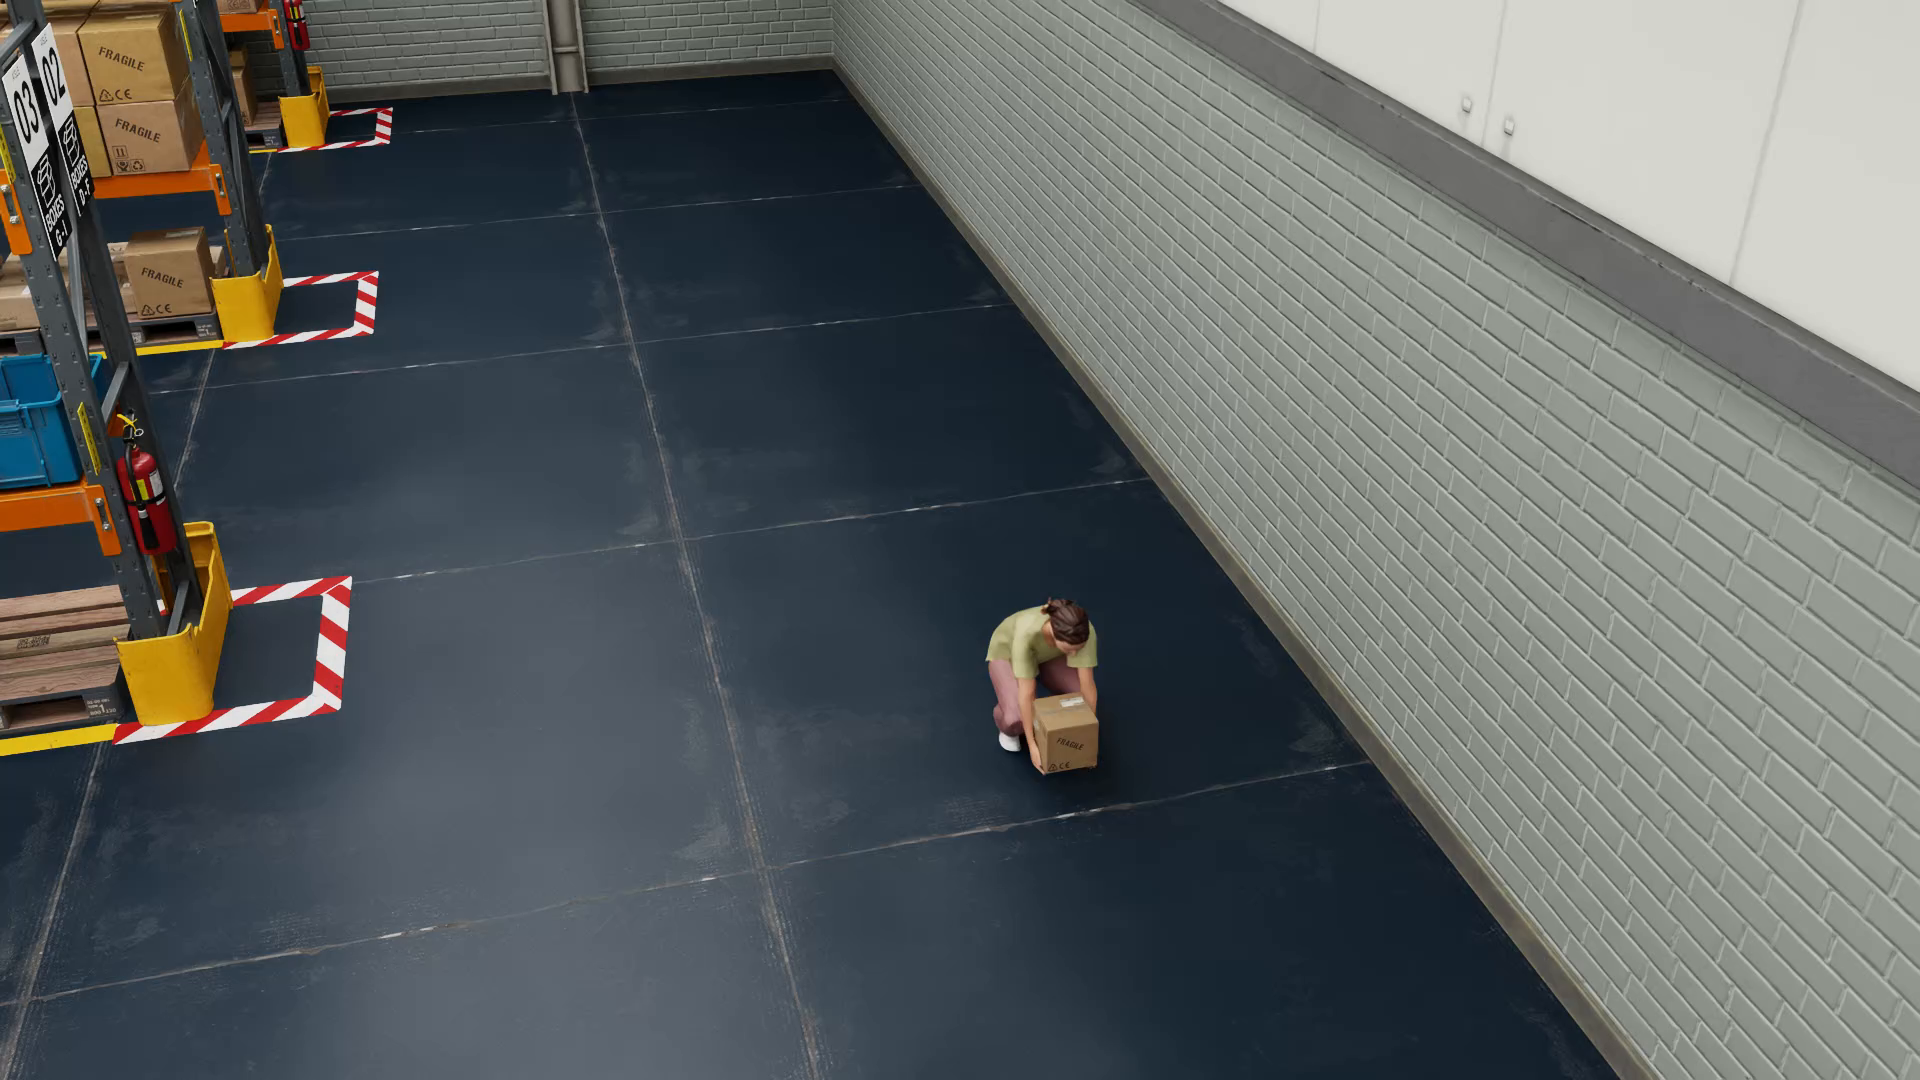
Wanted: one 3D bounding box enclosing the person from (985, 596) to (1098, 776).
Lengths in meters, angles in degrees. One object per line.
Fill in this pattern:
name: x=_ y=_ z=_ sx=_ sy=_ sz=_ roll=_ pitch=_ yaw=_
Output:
person: x=0.401 y=0.619 z=7.910 sx=0.472 sy=0.947 sz=0.796 roll=-8 pitch=31 yaw=-14
